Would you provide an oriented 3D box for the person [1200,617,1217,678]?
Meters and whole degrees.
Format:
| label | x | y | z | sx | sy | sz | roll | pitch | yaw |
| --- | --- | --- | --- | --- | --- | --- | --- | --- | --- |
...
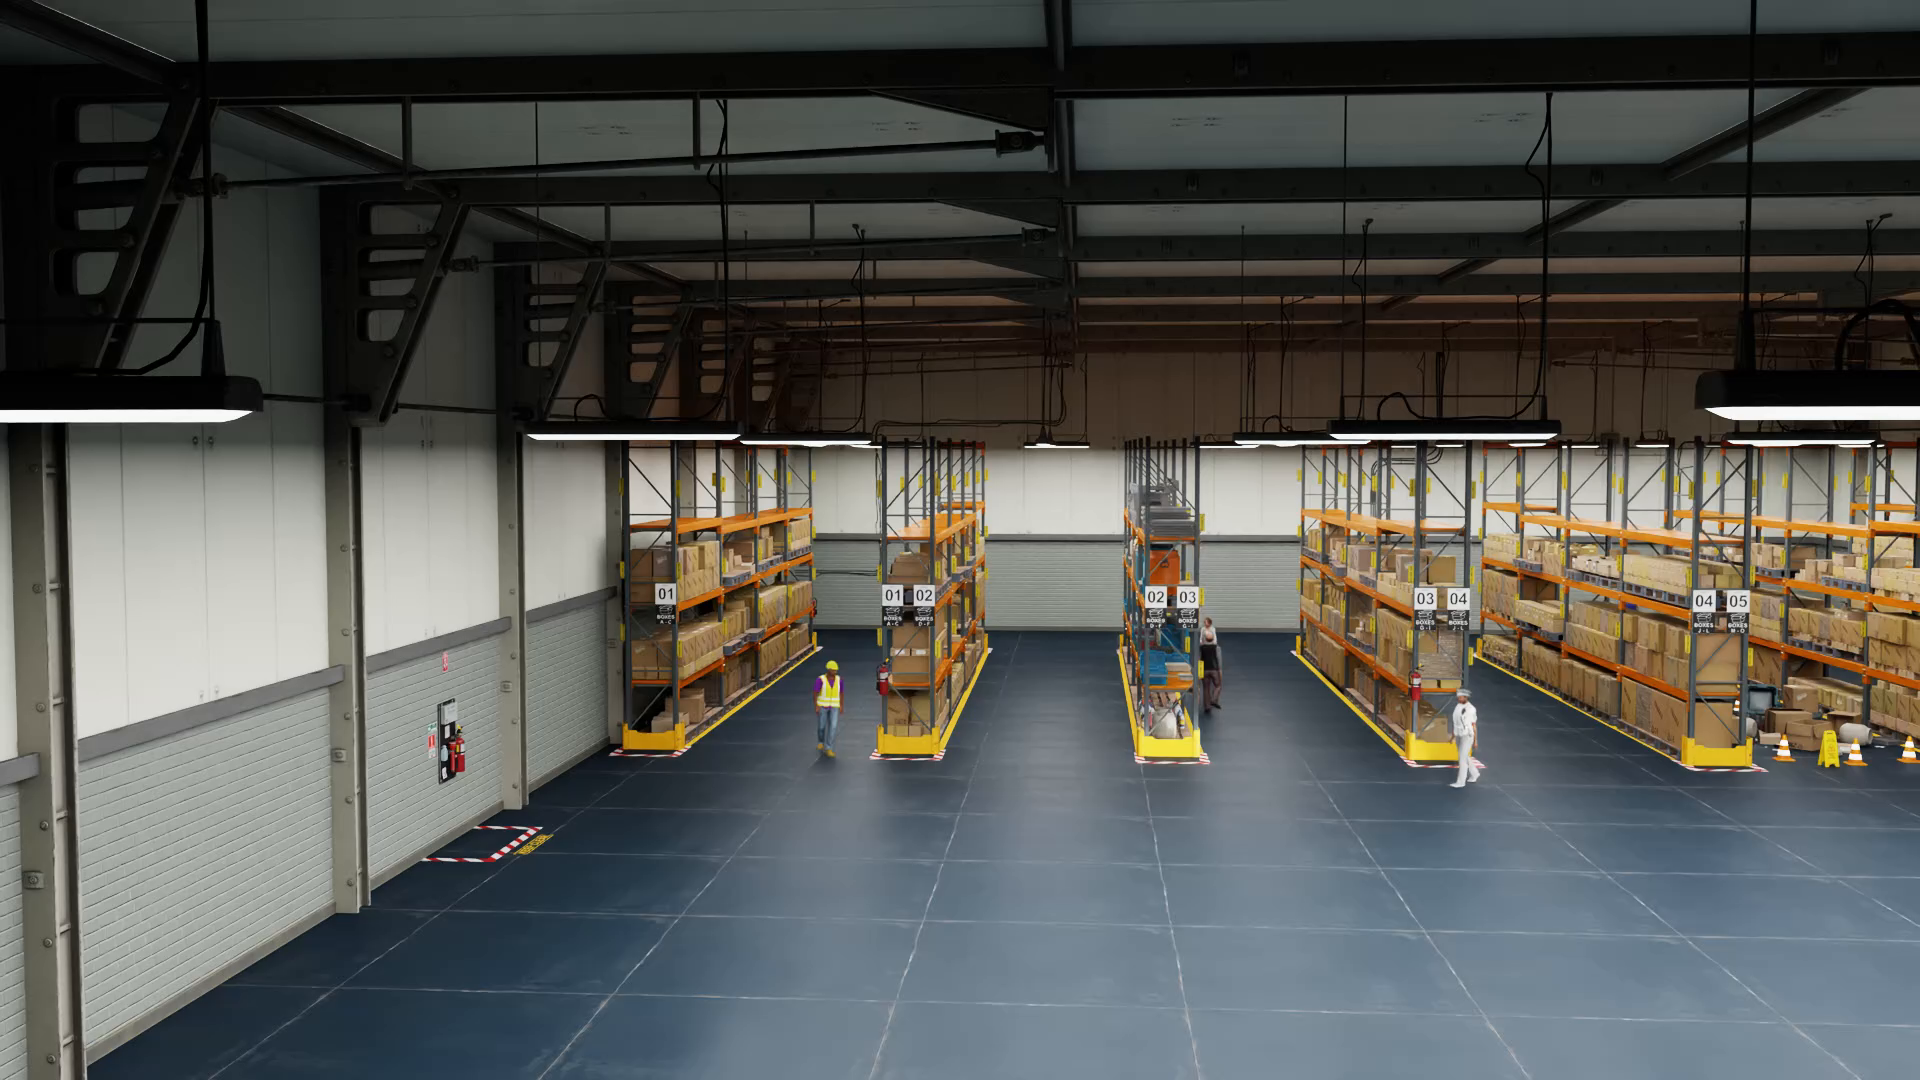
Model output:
| label | x | y | z | sx | sy | sz | roll | pitch | yaw |
| --- | --- | --- | --- | --- | --- | --- | --- | --- | --- |
| person | 6.176 | 2.710 | 41.420 | 0.432 | 1.552 | 0.903 | 1 | 3 | 15 |

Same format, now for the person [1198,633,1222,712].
| label | x | y | z | sx | sy | sz | roll | pitch | yaw |
| --- | --- | --- | --- | --- | --- | --- | --- | --- | --- |
| person | 5.486 | 2.901 | 36.531 | 0.571 | 1.709 | 0.465 | 1 | 3 | 21 |

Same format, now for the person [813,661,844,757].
| label | x | y | z | sx | sy | sz | roll | pitch | yaw |
| --- | --- | --- | --- | --- | --- | --- | --- | --- | --- |
| person | -2.477 | 3.176 | 31.504 | 0.656 | 1.756 | 0.800 | -1 | 3 | -21 |

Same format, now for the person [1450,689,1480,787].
| label | x | y | z | sx | sy | sz | roll | pitch | yaw |
| --- | --- | --- | --- | --- | --- | --- | --- | --- | --- |
| person | 8.656 | 3.362 | 28.463 | 0.790 | 1.649 | 0.427 | -1 | 3 | -20 |

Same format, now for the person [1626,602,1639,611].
| label | x | y | z | sx | sy | sz | roll | pitch | yaw |
| --- | --- | --- | --- | --- | --- | --- | --- | --- | --- |
| person | 19.814 | 2.289 | 49.193 | 0.499 | 1.723 | 0.482 | -1 | 3 | -18 |
